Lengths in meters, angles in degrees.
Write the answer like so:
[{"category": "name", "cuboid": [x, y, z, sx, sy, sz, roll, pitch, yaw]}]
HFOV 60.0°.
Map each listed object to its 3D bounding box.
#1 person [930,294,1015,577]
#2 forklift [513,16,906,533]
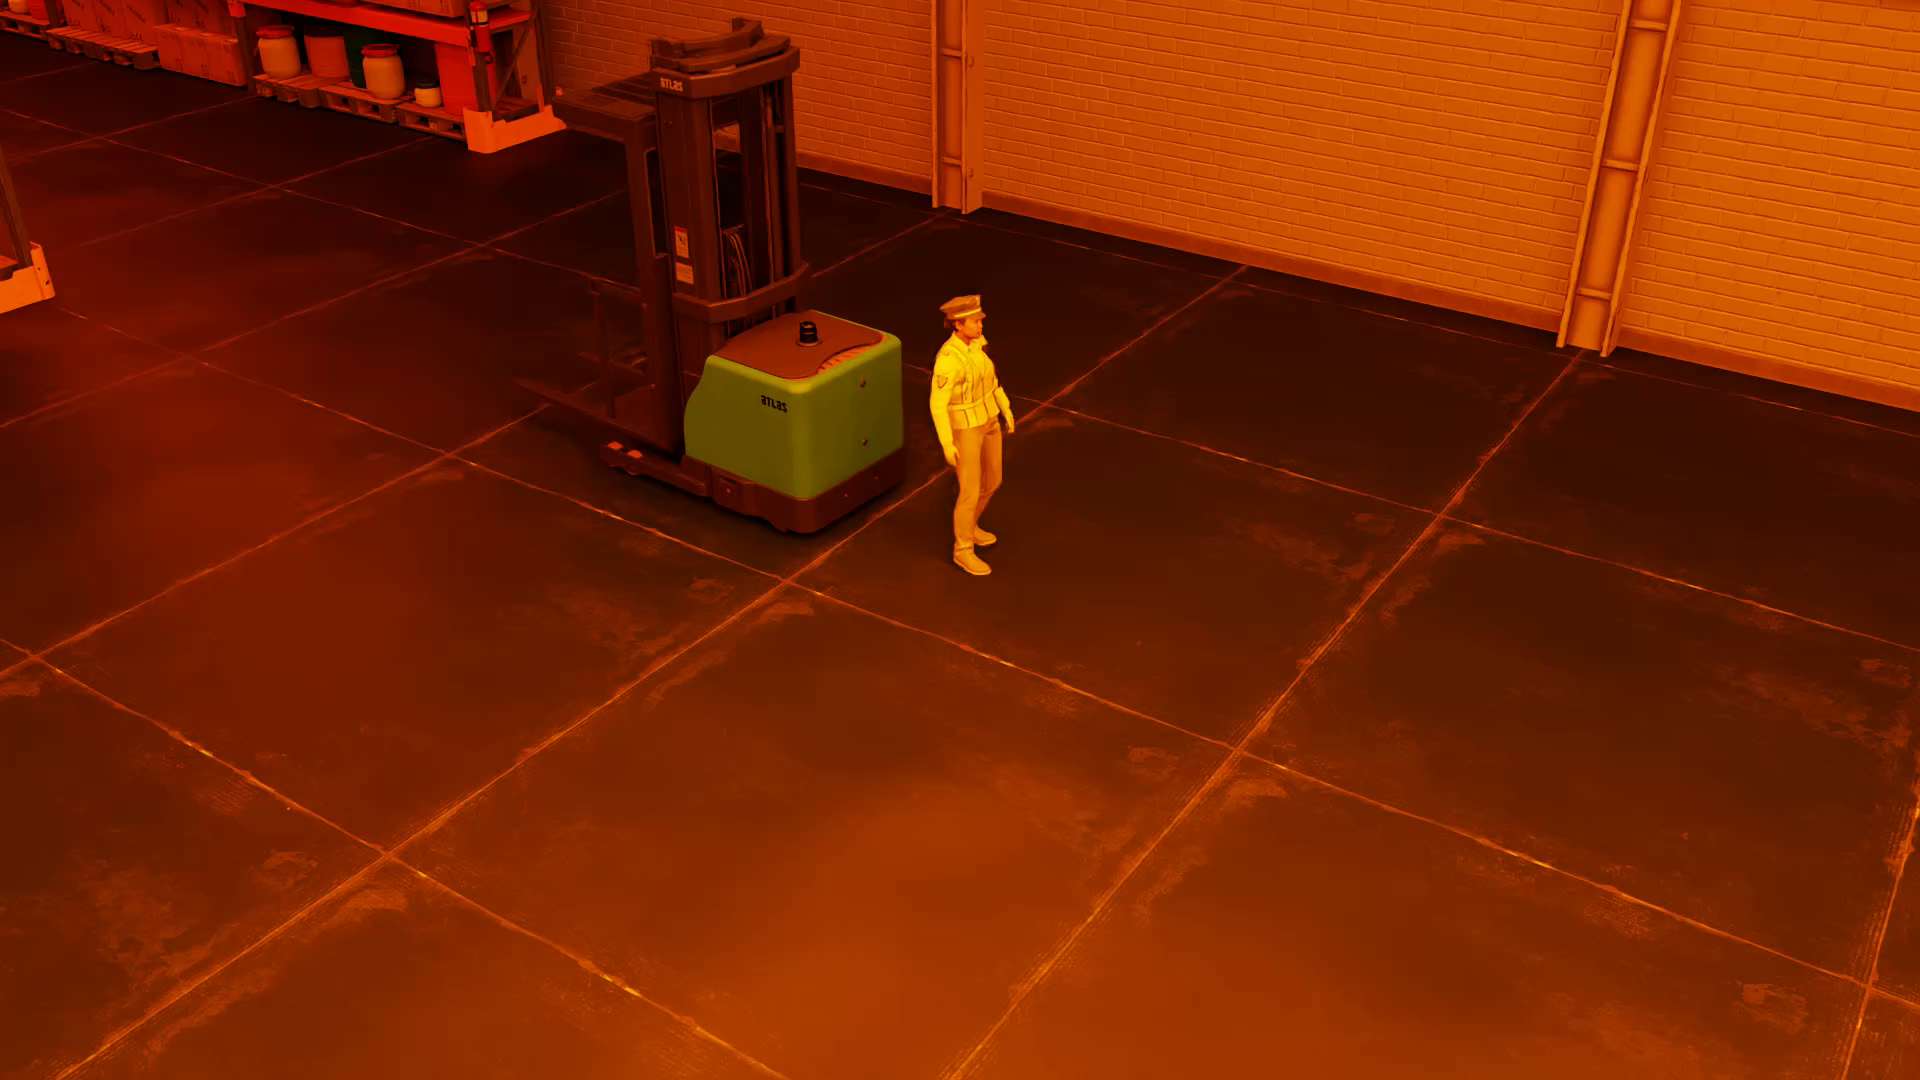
[{"category": "person", "cuboid": [0.108, -0.668, 10.020, 0.527, 1.670, 0.636, 20, 36, 30]}, {"category": "forklift", "cuboid": [-1.836, -1.896, 10.846, 3.031, 2.935, 1.130, 21, 36, 32]}]
